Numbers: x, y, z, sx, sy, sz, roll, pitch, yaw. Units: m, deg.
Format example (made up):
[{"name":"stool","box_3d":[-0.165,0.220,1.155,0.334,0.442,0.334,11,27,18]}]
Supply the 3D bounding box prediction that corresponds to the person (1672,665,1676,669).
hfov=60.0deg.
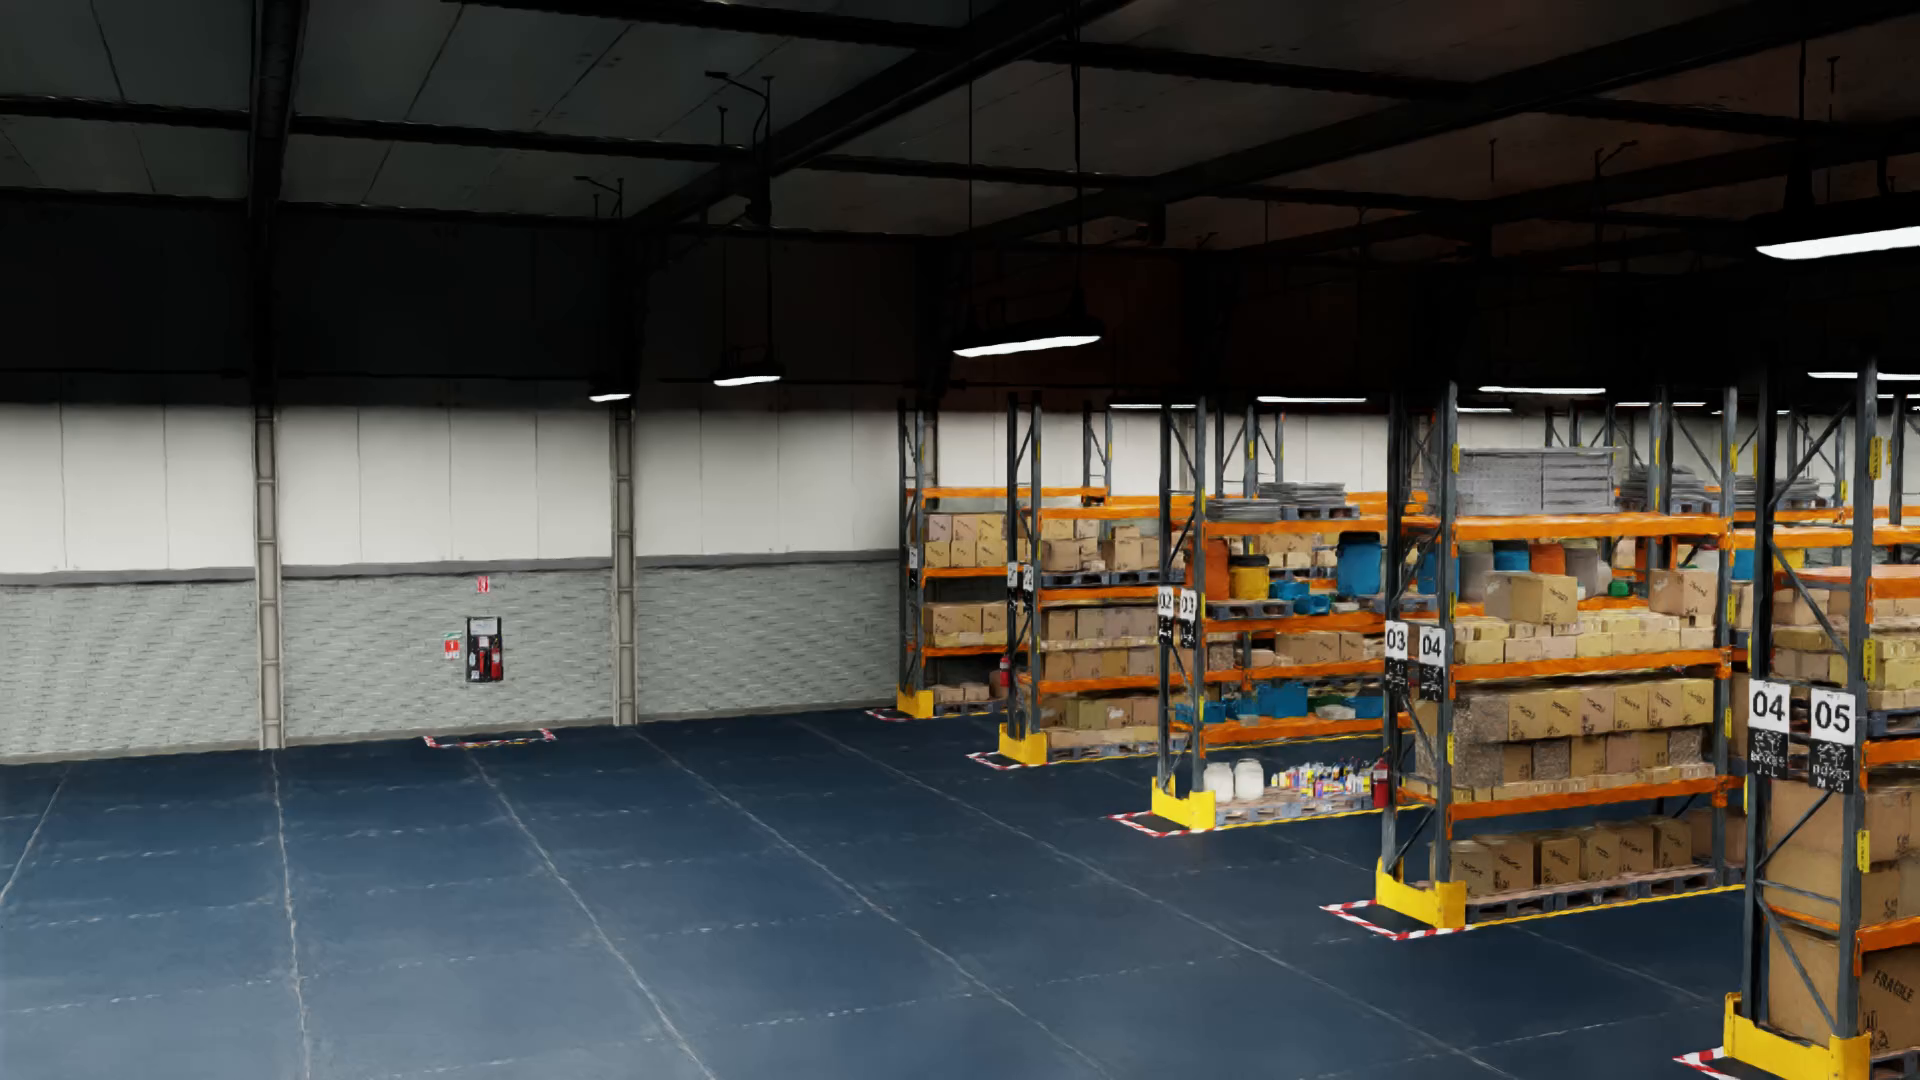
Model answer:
[{"name":"person","box_3d":[16.068,2.110,37.771,0.791,1.706,0.704,-1,4,-18]}]
